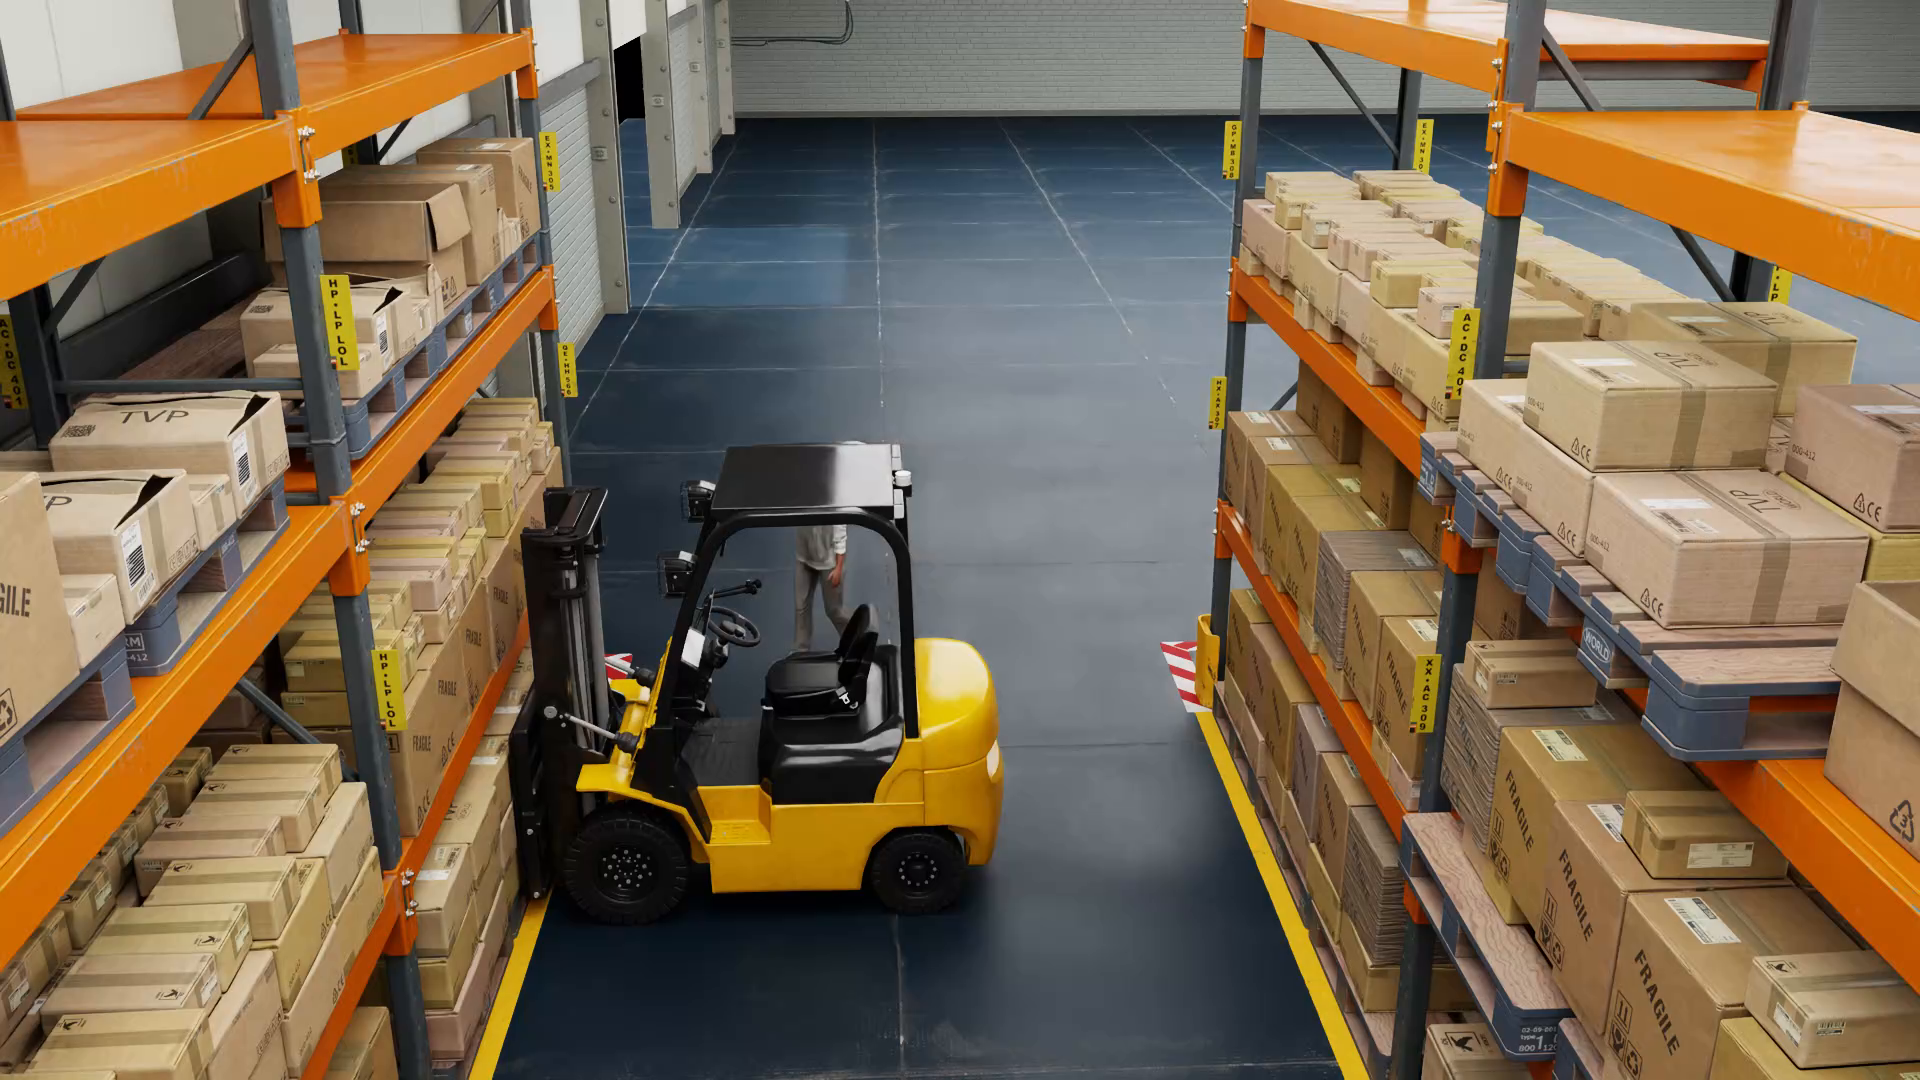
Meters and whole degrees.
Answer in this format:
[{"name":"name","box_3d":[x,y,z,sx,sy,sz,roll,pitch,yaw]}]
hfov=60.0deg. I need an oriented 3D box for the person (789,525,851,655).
[{"name":"person","box_3d":[-0.918,0.147,10.692,0.426,1.589,0.627,17,27,38]}]
